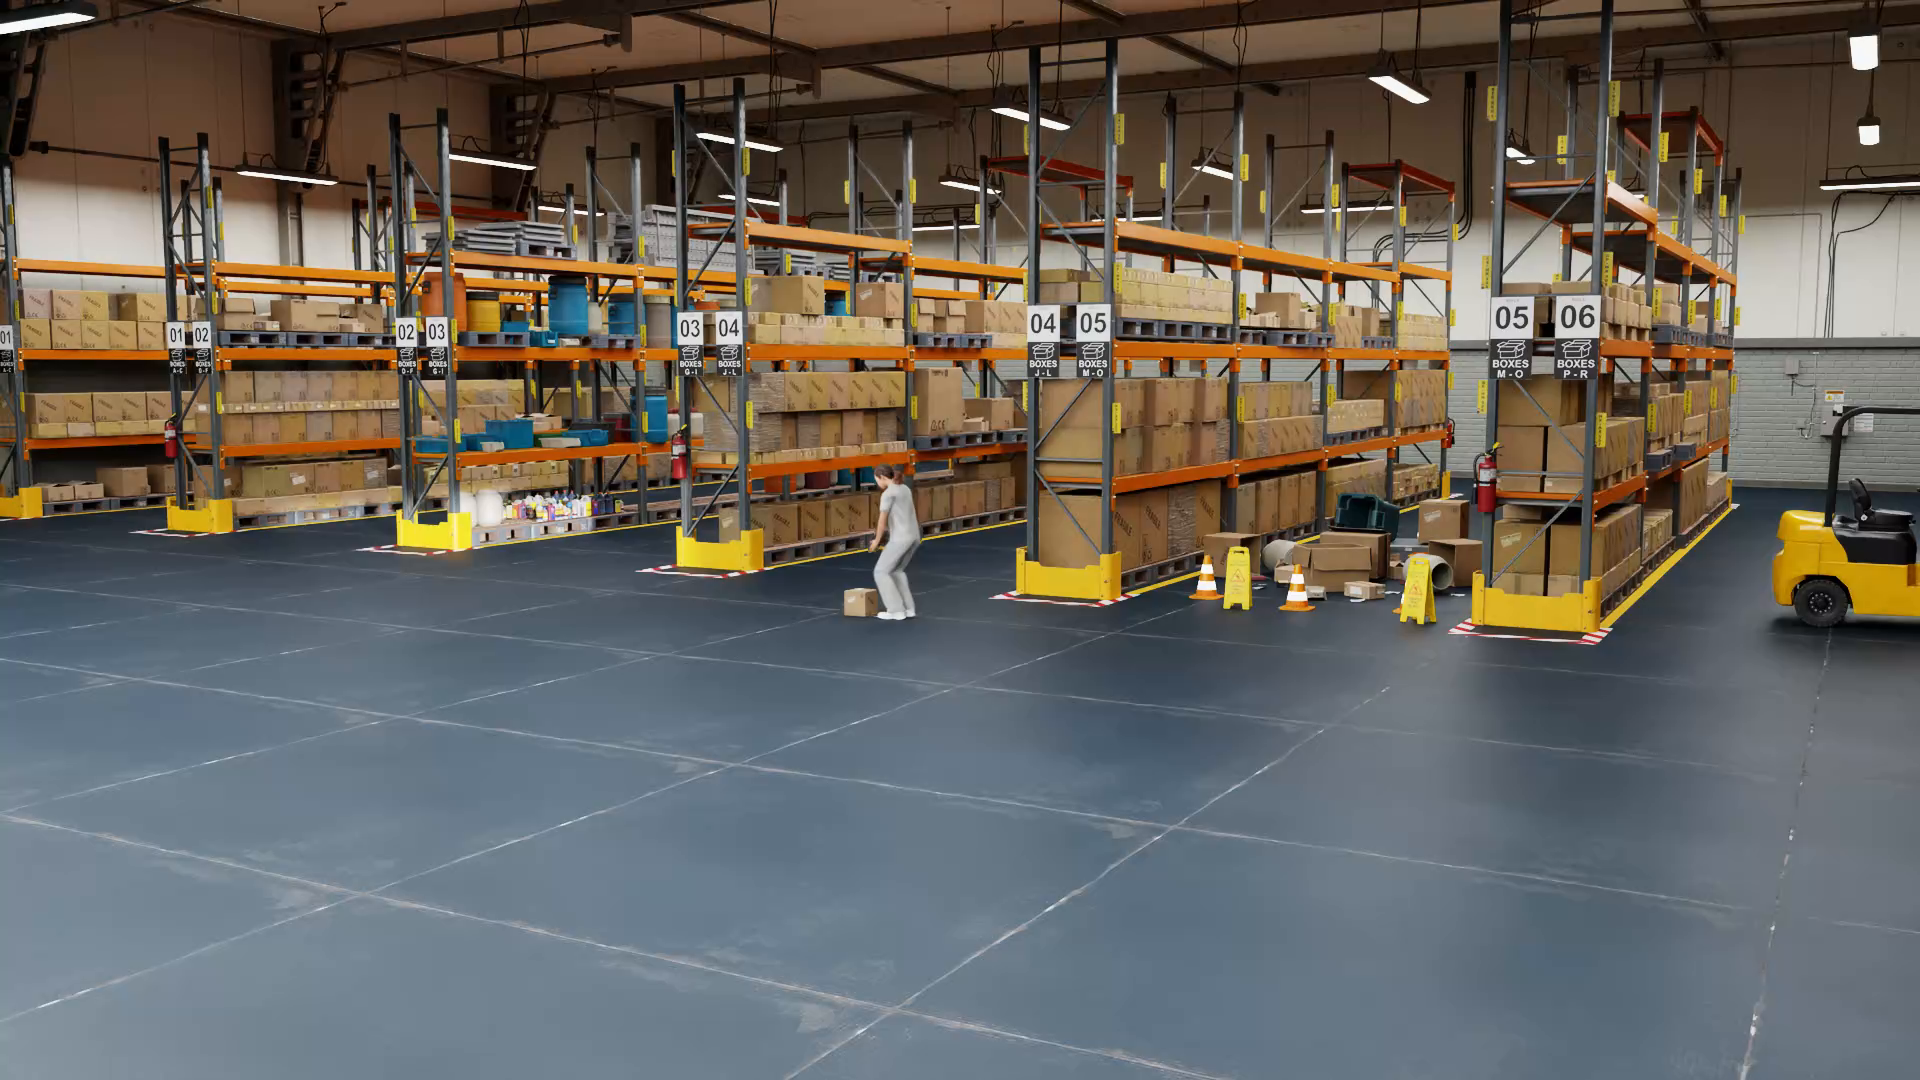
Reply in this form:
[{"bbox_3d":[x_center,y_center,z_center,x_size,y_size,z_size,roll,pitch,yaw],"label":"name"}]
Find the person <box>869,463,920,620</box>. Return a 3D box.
[{"bbox_3d":[-0.660,0.012,16.753,0.464,1.574,0.475,3,7,30],"label":"person"}]
